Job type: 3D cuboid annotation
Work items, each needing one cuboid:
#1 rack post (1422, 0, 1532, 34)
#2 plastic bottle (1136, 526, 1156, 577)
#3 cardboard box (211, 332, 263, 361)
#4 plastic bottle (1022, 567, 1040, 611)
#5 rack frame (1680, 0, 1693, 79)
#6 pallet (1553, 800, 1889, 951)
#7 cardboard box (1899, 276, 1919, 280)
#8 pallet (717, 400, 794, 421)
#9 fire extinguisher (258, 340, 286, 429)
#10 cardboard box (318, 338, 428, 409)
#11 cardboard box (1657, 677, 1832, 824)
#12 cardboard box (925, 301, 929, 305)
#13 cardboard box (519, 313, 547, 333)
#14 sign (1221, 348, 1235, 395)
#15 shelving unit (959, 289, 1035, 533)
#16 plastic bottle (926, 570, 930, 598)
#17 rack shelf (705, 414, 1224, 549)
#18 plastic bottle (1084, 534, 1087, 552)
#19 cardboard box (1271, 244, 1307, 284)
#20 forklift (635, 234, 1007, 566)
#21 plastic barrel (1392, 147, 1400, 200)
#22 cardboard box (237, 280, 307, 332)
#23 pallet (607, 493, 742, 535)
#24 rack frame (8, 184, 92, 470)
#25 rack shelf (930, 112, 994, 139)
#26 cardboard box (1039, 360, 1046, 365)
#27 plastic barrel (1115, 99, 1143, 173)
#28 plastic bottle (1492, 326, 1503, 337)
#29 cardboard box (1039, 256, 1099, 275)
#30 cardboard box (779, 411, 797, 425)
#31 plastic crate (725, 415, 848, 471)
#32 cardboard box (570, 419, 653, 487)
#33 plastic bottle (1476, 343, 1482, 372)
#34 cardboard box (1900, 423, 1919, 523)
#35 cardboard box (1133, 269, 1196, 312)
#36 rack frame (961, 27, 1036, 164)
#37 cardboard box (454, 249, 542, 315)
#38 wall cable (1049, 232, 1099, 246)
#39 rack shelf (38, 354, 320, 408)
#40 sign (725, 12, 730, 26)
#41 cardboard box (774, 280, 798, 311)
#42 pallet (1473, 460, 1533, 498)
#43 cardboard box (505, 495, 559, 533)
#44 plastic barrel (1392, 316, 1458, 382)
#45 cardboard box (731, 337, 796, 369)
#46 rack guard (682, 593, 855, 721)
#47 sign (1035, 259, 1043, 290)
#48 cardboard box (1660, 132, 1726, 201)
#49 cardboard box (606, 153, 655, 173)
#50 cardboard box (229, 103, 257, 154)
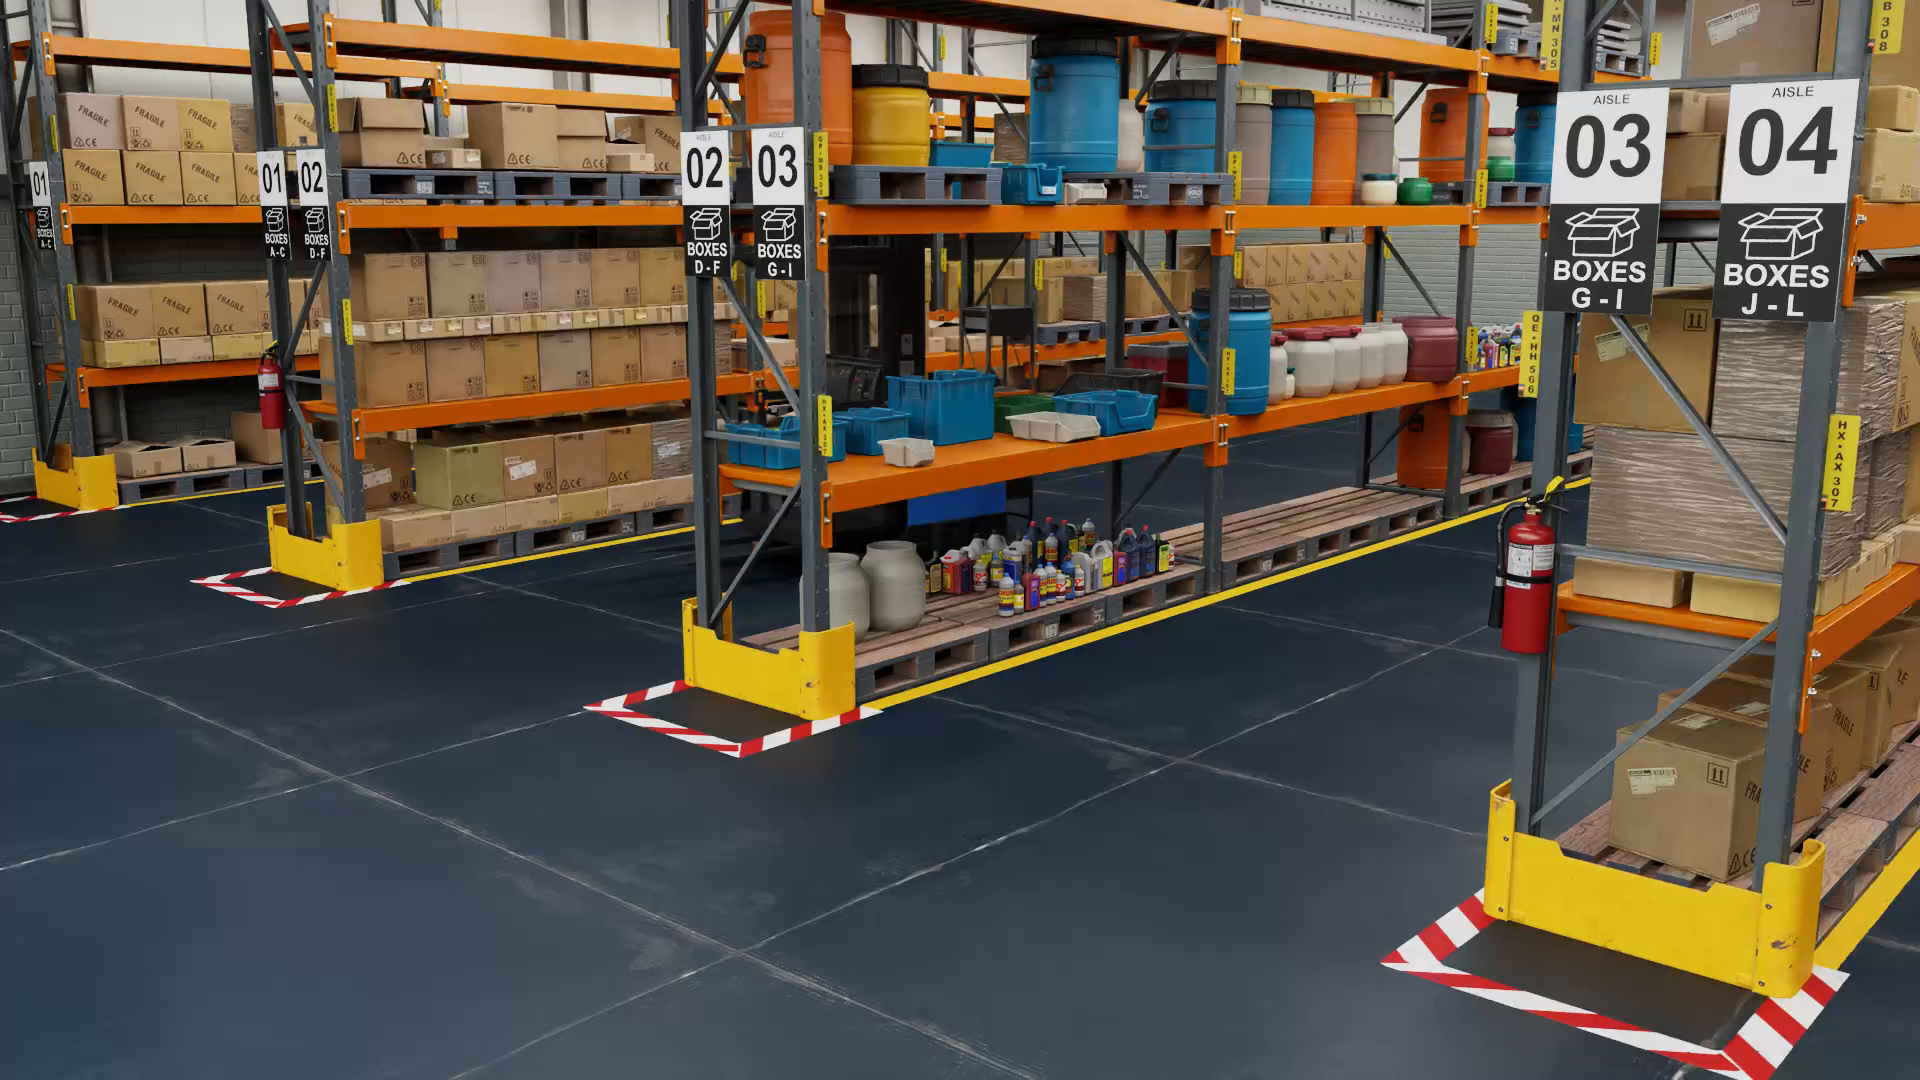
[{"bbox_3d":[4.595,-4.743,15.177,0.954,0.300,0.937,10,15,40],"label":"rack post"},{"bbox_3d":[1.298,0.077,11.806,0.144,0.351,0.185,9,15,39],"label":"plastic bottle"},{"bbox_3d":[-7.342,-1.950,16.647,0.500,0.250,0.500,9,15,39],"label":"cardboard box"},{"bbox_3d":[0.461,0.309,10.816,0.061,0.283,0.133,10,15,41],"label":"plastic bottle"},{"bbox_3d":[9.428,-5.845,20.502,1.000,3.000,0.127,10,15,40],"label":"rack frame"},{"bbox_3d":[3.200,1.332,7.002,1.003,0.211,1.213,10,15,40],"label":"pallet"},{"bbox_3d":[4.808,-1.007,8.029,0.500,0.500,0.500,10,15,40],"label":"cardboard box"},{"bbox_3d":[-2.717,-1.746,22.415,1.003,0.211,1.213,10,15,40],"label":"pallet"},{"bbox_3d":[-5.279,-1.195,12.734,0.296,0.674,0.183,10,15,40],"label":"fire extinguisher"},{"bbox_3d":[-4.534,-1.307,12.839,0.700,0.500,0.500,10,15,40],"label":"cardboard box"},{"bbox_3d":[3.381,0.929,7.213,0.500,0.500,0.500,-7,13,-33],"label":"cardboard box"},{"bbox_3d":[-0.664,-3.396,24.147,0.380,0.149,0.250,10,15,41],"label":"cardboard box"},{"bbox_3d":[-3.582,-1.777,13.539,0.380,0.149,0.250,10,15,40],"label":"cardboard box"},{"bbox_3d":[1.913,-1.201,11.859,0.100,0.325,0.005,10,15,40],"label":"sign"},{"bbox_3d":[0.314,-1.077,14.242,0.503,2.100,0.431,-9,14,-37],"label":"shelving unit"},{"bbox_3d":[-0.250,0.280,11.172,0.097,0.201,0.097,0,11,0],"label":"plastic bottle"},{"bbox_3d":[0.187,-0.491,10.848,1.077,0.370,4.000,10,15,40],"label":"rack shelf"},{"bbox_3d":[0.900,0.024,12.456,0.097,0.201,0.097,0,11,0],"label":"plastic bottle"},{"bbox_3d":[4.272,-3.680,22.168,0.500,0.500,0.500,9,15,39],"label":"cardboard box"},{"bbox_3d":[-1.080,-1.270,13.085,3.031,2.935,1.130,-9,14,-37],"label":"forklift"},{"bbox_3d":[3.712,-3.246,14.862,0.421,0.512,0.421,0,11,0],"label":"plastic barrel"},{"bbox_3d":[-7.023,-2.390,16.935,0.500,0.500,0.500,10,15,42],"label":"cardboard box"},{"bbox_3d":[-2.768,-0.300,15.174,1.003,0.211,1.213,10,15,40],"label":"pallet"},{"bbox_3d":[-8.575,-1.830,15.717,1.000,3.000,0.127,10,15,40],"label":"rack frame"},{"bbox_3d":[0.666,-6.283,25.552,1.077,0.370,4.000,10,15,40],"label":"rack shelf"},{"bbox_3d":[0.938,-2.901,26.387,0.700,0.500,0.500,9,14,39],"label":"cardboard box"},{"bbox_3d":[1.075,-2.832,11.714,0.421,0.512,0.421,0,11,0],"label":"plastic barrel"},{"bbox_3d":[5.585,-2.099,17.379,0.152,0.276,0.135,10,15,40],"label":"plastic bottle"},{"bbox_3d":[1.657,-4.255,27.091,0.980,0.700,0.700,11,16,43],"label":"cardboard box"},{"bbox_3d":[-1.489,-1.159,16.870,0.500,0.311,0.500,10,15,40],"label":"cardboard box"},{"bbox_3d":[-1.028,-0.589,9.881,0.499,0.251,0.616,10,15,40],"label":"plastic crate"},{"bbox_3d":[-3.019,-0.762,14.400,0.500,0.500,0.500,10,15,40],"label":"cardboard box"},{"bbox_3d":[4.773,-1.699,15.387,0.097,0.271,0.097,0,11,0],"label":"plastic bottle"},{"bbox_3d":[3.912,-0.410,7.593,0.875,0.500,0.500,10,15,40],"label":"cardboard box"},{"bbox_3d":[2.589,-3.170,21.097,0.700,0.500,0.500,4,12,21],"label":"cardboard box"},{"bbox_3d":[0.429,-5.309,17.818,1.000,3.000,0.127,10,15,40],"label":"rack frame"},{"bbox_3d":[-3.824,-2.103,13.514,0.700,0.500,0.500,10,15,41],"label":"cardboard box"},{"bbox_3d":[2.121,-4.993,28.959,0.084,1.984,1.851,10,15,40],"label":"wall cable"},{"bbox_3d":[-7.255,-1.772,17.261,1.077,0.370,4.000,10,15,40],"label":"rack shelf"},{"bbox_3d":[-2.880,-6.377,20.579,0.100,0.325,0.005,10,15,40],"label":"sign"},{"bbox_3d":[-2.429,-3.326,22.141,0.500,0.500,0.500,10,15,42],"label":"cardboard box"},{"bbox_3d":[5.442,-0.659,16.972,1.003,0.211,1.213,10,15,40],"label":"pallet"},{"bbox_3d":[-3.673,-0.246,13.731,0.500,0.250,0.500,10,15,40],"label":"cardboard box"},{"bbox_3d":[4.069,-1.686,14.646,0.600,0.536,0.708,10,15,40],"label":"plastic barrel"},{"bbox_3d":[-1.919,-1.784,15.865,0.500,0.250,0.500,11,16,44],"label":"cardboard box"},{"bbox_3d":[-1.119,0.659,9.635,1.175,0.500,0.348,10,15,40],"label":"rack guard"},{"bbox_3d":[0.848,-2.864,17.936,0.100,0.325,0.005,10,15,40],"label":"sign"},{"bbox_3d":[2.715,-1.410,6.338,0.500,0.250,0.500,10,15,42],"label":"cardboard box"},{"bbox_3d":[-2.802,-3.188,14.070,0.380,0.149,0.250,10,15,40],"label":"cardboard box"},{"bbox_3d":[-7.455,-4.172,16.924,0.500,0.500,0.500,10,15,40],"label":"cardboard box"}]
